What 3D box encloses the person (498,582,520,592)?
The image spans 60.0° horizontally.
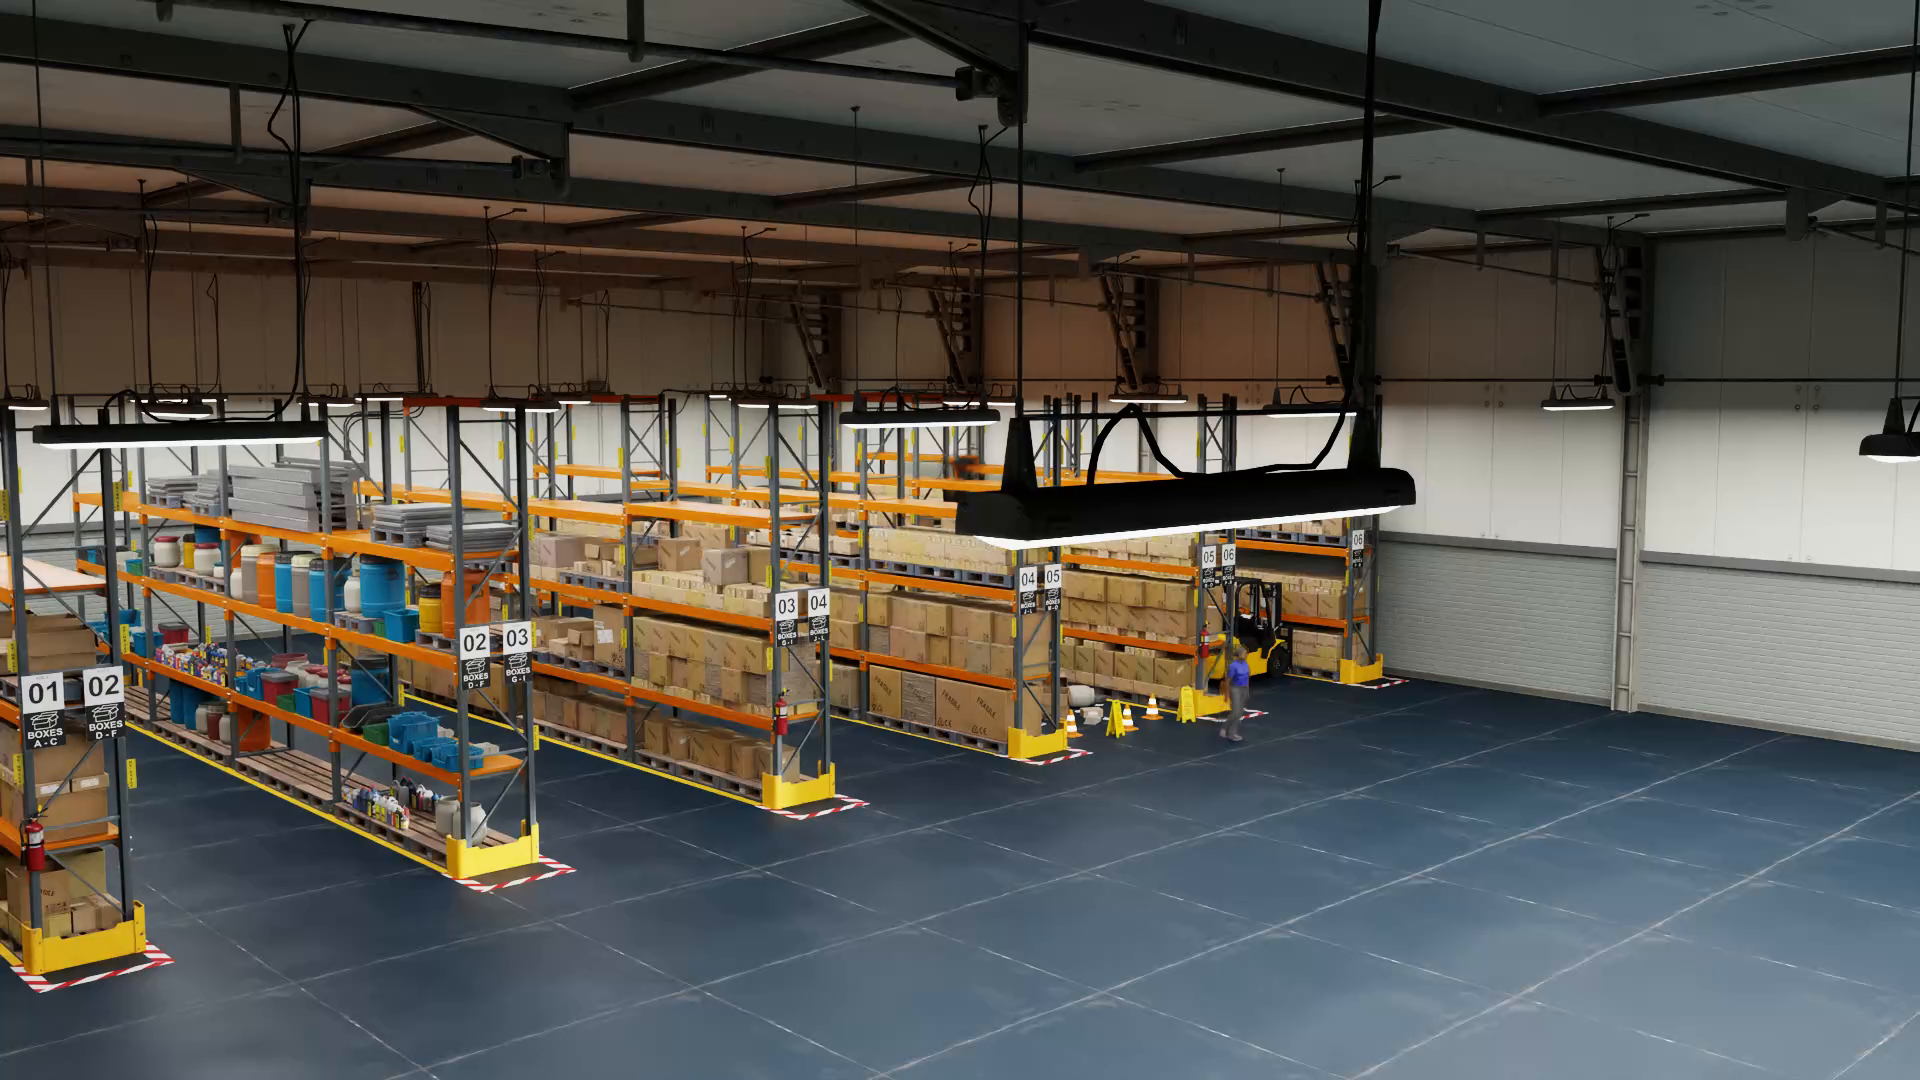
[{"bbox_3d":[-10.916,1.579,40.618,0.694,1.728,0.725,-1,6,-8],"label":"person"}]

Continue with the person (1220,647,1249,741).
[{"bbox_3d":[4.808,2.686,29.142,0.555,1.648,0.433,-5,8,-44],"label":"person"}]
